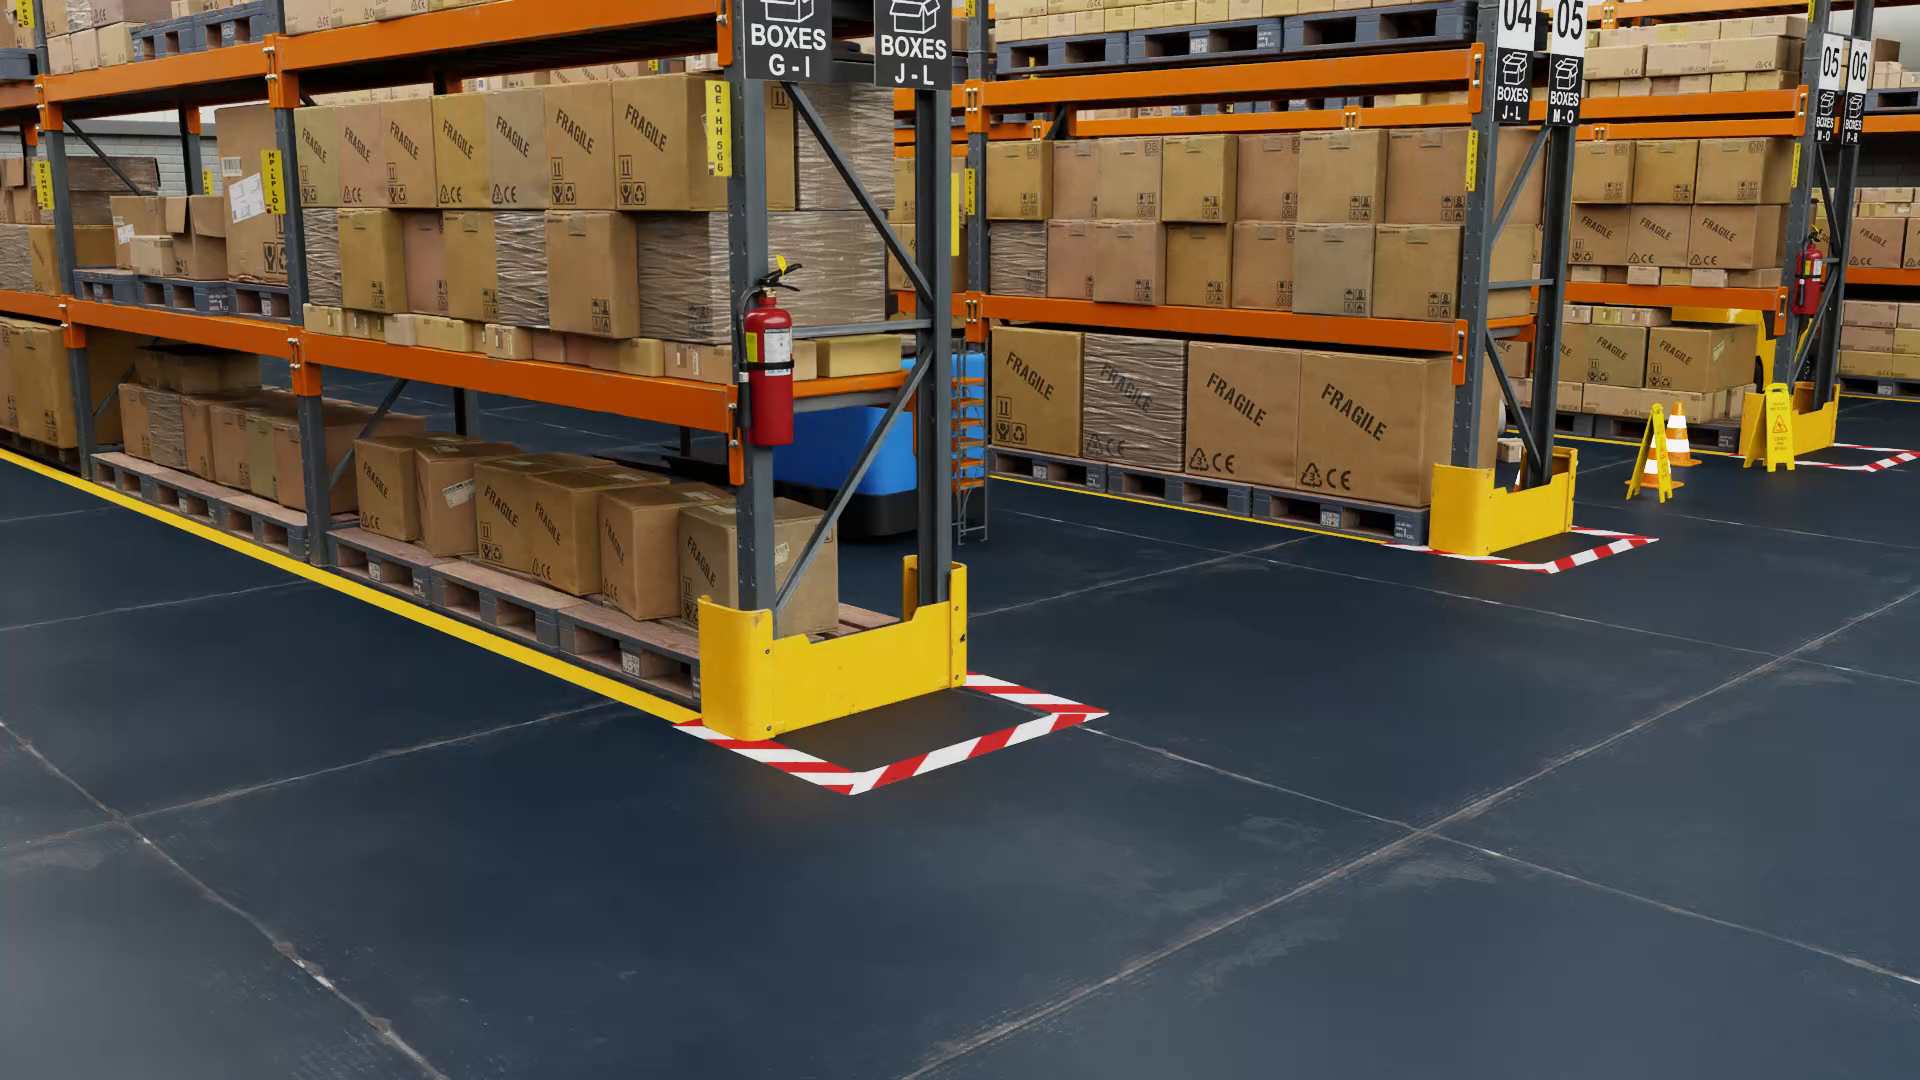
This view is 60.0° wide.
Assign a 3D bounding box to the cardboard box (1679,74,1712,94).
[{"bbox_3d":[5.929,-3.618,13.229,0.380,0.149,0.250,-10,15,-41],"label":"cardboard box"}]

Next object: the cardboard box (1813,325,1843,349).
[{"bbox_3d":[9.047,-2.154,17.469,0.500,0.250,0.500,-11,16,-44],"label":"cardboard box"}]

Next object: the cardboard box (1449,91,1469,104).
[{"bbox_3d":[4.544,-3.925,14.718,0.380,0.149,0.250,-10,15,-41],"label":"cardboard box"}]

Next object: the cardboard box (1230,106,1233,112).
[{"bbox_3d":[3.845,-5.765,22.411,0.380,0.149,0.250,-11,16,-43],"label":"cardboard box"}]

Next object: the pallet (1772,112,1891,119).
[{"bbox_3d":[9.004,-4.587,17.526,1.003,0.211,1.213,-11,16,-43],"label":"pallet"}]

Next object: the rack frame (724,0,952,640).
[{"bbox_3d":[-0.435,-0.803,6.374,1.000,3.000,0.127,-11,16,-43],"label":"rack frame"}]

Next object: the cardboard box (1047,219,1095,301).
[{"bbox_3d":[1.119,-2.007,11.848,0.875,0.550,0.550,-11,16,-43],"label":"cardboard box"}]

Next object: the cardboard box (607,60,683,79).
[{"bbox_3d":[-2.881,-4.213,15.244,0.500,0.500,0.500,-11,16,-43],"label":"cardboard box"}]

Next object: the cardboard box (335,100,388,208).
[{"bbox_3d":[-2.724,-1.897,8.223,0.500,0.500,0.500,-11,16,-43],"label":"cardboard box"}]

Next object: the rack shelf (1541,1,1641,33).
[{"bbox_3d":[6.176,-6.142,20.195,1.077,0.370,4.000,-11,16,-43],"label":"rack shelf"}]

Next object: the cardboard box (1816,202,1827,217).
[{"bbox_3d":[8.974,-3.438,17.310,0.380,0.149,0.250,-11,16,-42],"label":"cardboard box"}]

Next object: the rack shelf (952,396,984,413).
[{"bbox_3d":[0.010,-0.777,9.741,0.258,0.103,0.180,-11,16,-43],"label":"rack shelf"}]

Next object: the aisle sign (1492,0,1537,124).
[{"bbox_3d":[3.054,-2.700,9.142,0.394,0.787,0.004,-11,16,-43],"label":"aisle sign"}]

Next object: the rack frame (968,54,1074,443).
[{"bbox_3d":[0.460,-2.063,12.491,1.000,3.000,0.127,-11,16,-43],"label":"rack frame"}]

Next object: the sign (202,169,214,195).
[{"bbox_3d":[-5.574,-2.576,12.306,0.100,0.325,0.005,-11,16,-43],"label":"sign"}]

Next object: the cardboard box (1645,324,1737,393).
[{"bbox_3d":[5.991,-1.490,13.627,0.500,0.500,0.500,-11,16,-42],"label":"cardboard box"}]

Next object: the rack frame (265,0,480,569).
[{"bbox_3d":[-3.197,-1.386,9.207,1.000,3.000,0.127,-11,16,-43],"label":"rack frame"}]

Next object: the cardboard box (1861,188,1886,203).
[{"bbox_3d":[9.409,-3.524,16.990,0.380,0.149,0.250,-11,16,-42],"label":"cardboard box"}]

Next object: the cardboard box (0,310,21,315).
[{"bbox_3d":[-7.648,-1.498,13.974,0.875,0.875,1.225,11,16,43],"label":"cardboard box"}]

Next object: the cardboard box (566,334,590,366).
[{"bbox_3d":[-1.467,-0.839,7.174,0.380,0.149,0.250,-11,16,-43],"label":"cardboard box"}]

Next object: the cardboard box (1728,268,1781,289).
[{"bbox_3d":[6.320,-2.085,13.222,0.380,0.149,0.250,-10,15,-41],"label":"cardboard box"}]

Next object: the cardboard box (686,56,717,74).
[{"bbox_3d":[-2.188,-4.176,14.650,0.250,0.149,0.380,11,16,43],"label":"cardboard box"}]

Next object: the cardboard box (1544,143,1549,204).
[{"bbox_3d":[5.207,-3.139,14.253,0.700,0.500,0.500,-11,16,-43],"label":"cardboard box"}]

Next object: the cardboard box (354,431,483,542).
[{"bbox_3d":[-2.950,-0.304,9.107,0.500,0.500,0.500,11,16,43],"label":"cardboard box"}]

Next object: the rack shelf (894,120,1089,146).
[{"bbox_3d":[-0.173,-4.760,19.931,1.077,0.370,4.000,-11,16,-43],"label":"rack shelf"}]

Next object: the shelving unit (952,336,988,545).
[{"bbox_3d":[0.010,-0.586,9.780,0.258,1.200,0.189,-11,16,-43],"label":"shelving unit"}]

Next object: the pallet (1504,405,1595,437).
[{"bbox_3d":[5.306,-1.130,14.875,1.003,0.211,1.213,-11,16,-43],"label":"pallet"}]

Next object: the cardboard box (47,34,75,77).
[{"bbox_3d":[-5.819,-3.262,11.248,0.500,0.250,0.500,-11,16,-42],"label":"cardboard box"}]

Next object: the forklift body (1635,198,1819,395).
[{"bbox_3d":[7.691,-2.483,16.632,2.313,2.155,1.214,-11,16,-43],"label":"forklift body"}]

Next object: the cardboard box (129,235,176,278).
[{"bbox_3d":[-4.969,-1.826,10.671,0.500,0.250,0.500,11,16,44],"label":"cardboard box"}]

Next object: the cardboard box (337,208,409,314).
[{"bbox_3d":[-2.611,-1.429,8.429,0.875,0.500,0.500,-11,16,-43],"label":"cardboard box"}]

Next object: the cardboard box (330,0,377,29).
[{"bbox_3d":[-2.703,-2.604,8.057,0.500,0.250,0.500,-11,16,-43],"label":"cardboard box"}]

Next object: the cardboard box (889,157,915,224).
[{"bbox_3d":[-0.244,-2.748,13.090,0.700,0.500,0.500,-11,16,-43],"label":"cardboard box"}]

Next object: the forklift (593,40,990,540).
[{"bbox_3d":[-1.245,-1.662,10.715,3.031,2.935,1.130,10,16,41],"label":"forklift"}]

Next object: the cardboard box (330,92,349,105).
[{"bbox_3d":[-7.011,-5.203,19.431,0.500,0.250,0.500,-11,16,-42],"label":"cardboard box"}]

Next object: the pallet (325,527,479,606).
[{"bbox_3d":[-2.708,0.072,9.037,1.003,0.211,1.213,-11,16,-43],"label":"pallet"}]

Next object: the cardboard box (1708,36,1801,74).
[{"bbox_3d":[6.184,-3.762,12.940,0.500,0.250,0.500,-11,16,-43],"label":"cardboard box"}]

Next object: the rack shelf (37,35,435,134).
[{"bbox_3d":[-4.578,-2.795,10.394,1.077,0.370,4.000,-11,16,-43],"label":"rack shelf"}]

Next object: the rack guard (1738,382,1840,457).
[{"bbox_3d":[6.680,-0.970,13.383,1.175,0.500,0.348,-11,16,-43],"label":"rack guard"}]

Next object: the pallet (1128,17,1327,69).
[{"bbox_3d":[1.856,-3.190,10.746,1.003,0.211,1.213,-11,16,-43],"label":"pallet"}]

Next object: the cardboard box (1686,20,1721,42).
[{"bbox_3d":[5.946,-4.006,13.136,0.380,0.149,0.250,-11,16,-43],"label":"cardboard box"}]

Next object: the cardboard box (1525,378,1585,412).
[{"bbox_3d":[5.262,-1.275,14.442,0.500,0.250,0.500,11,16,43],"label":"cardboard box"}]

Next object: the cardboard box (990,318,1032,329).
[{"bbox_3d":[0.791,-2.629,19.461,0.875,0.875,0.875,-11,16,-43],"label":"cardboard box"}]

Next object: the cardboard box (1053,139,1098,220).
[{"bbox_3d":[1.154,-2.543,11.771,0.875,0.550,0.550,-11,16,-43],"label":"cardboard box"}]

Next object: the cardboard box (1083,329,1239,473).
[{"bbox_3d":[1.469,-0.995,11.534,0.875,0.875,0.875,-11,16,-42],"label":"cardboard box"}]

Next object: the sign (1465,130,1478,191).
[{"bbox_3d":[2.820,-2.089,9.159,0.100,0.325,0.005,-11,16,-43],"label":"sign"}]

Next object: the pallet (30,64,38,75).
[{"bbox_3d":[-7.217,-3.596,12.968,1.003,0.211,1.213,-10,15,-40],"label":"pallet"}]

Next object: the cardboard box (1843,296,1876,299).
[{"bbox_3d":[9.440,-2.468,17.753,0.500,0.250,0.500,-11,16,-43],"label":"cardboard box"}]

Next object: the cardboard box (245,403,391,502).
[{"bbox_3d":[-3.922,-0.543,10.215,0.700,0.500,0.500,-11,16,-43],"label":"cardboard box"}]

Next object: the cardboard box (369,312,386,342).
[{"bbox_3d":[-2.731,-1.084,8.362,0.380,0.149,0.250,-11,16,-43],"label":"cardboard box"}]

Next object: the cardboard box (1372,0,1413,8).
[{"bbox_3d":[2.574,-3.118,9.513,0.380,0.149,0.250,-11,16,-42],"label":"cardboard box"}]

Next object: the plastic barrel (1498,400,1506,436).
[{"bbox_3d":[4.211,-1.012,13.776,0.512,0.421,0.421,-1,12,-4],"label":"plastic barrel"}]

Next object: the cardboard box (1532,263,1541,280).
[{"bbox_3d":[5.027,-2.333,14.424,0.380,0.149,0.250,-11,16,-43],"label":"cardboard box"}]

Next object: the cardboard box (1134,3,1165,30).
[{"bbox_3d":[1.346,-3.378,10.772,0.380,0.149,0.250,-11,16,-43],"label":"cardboard box"}]
